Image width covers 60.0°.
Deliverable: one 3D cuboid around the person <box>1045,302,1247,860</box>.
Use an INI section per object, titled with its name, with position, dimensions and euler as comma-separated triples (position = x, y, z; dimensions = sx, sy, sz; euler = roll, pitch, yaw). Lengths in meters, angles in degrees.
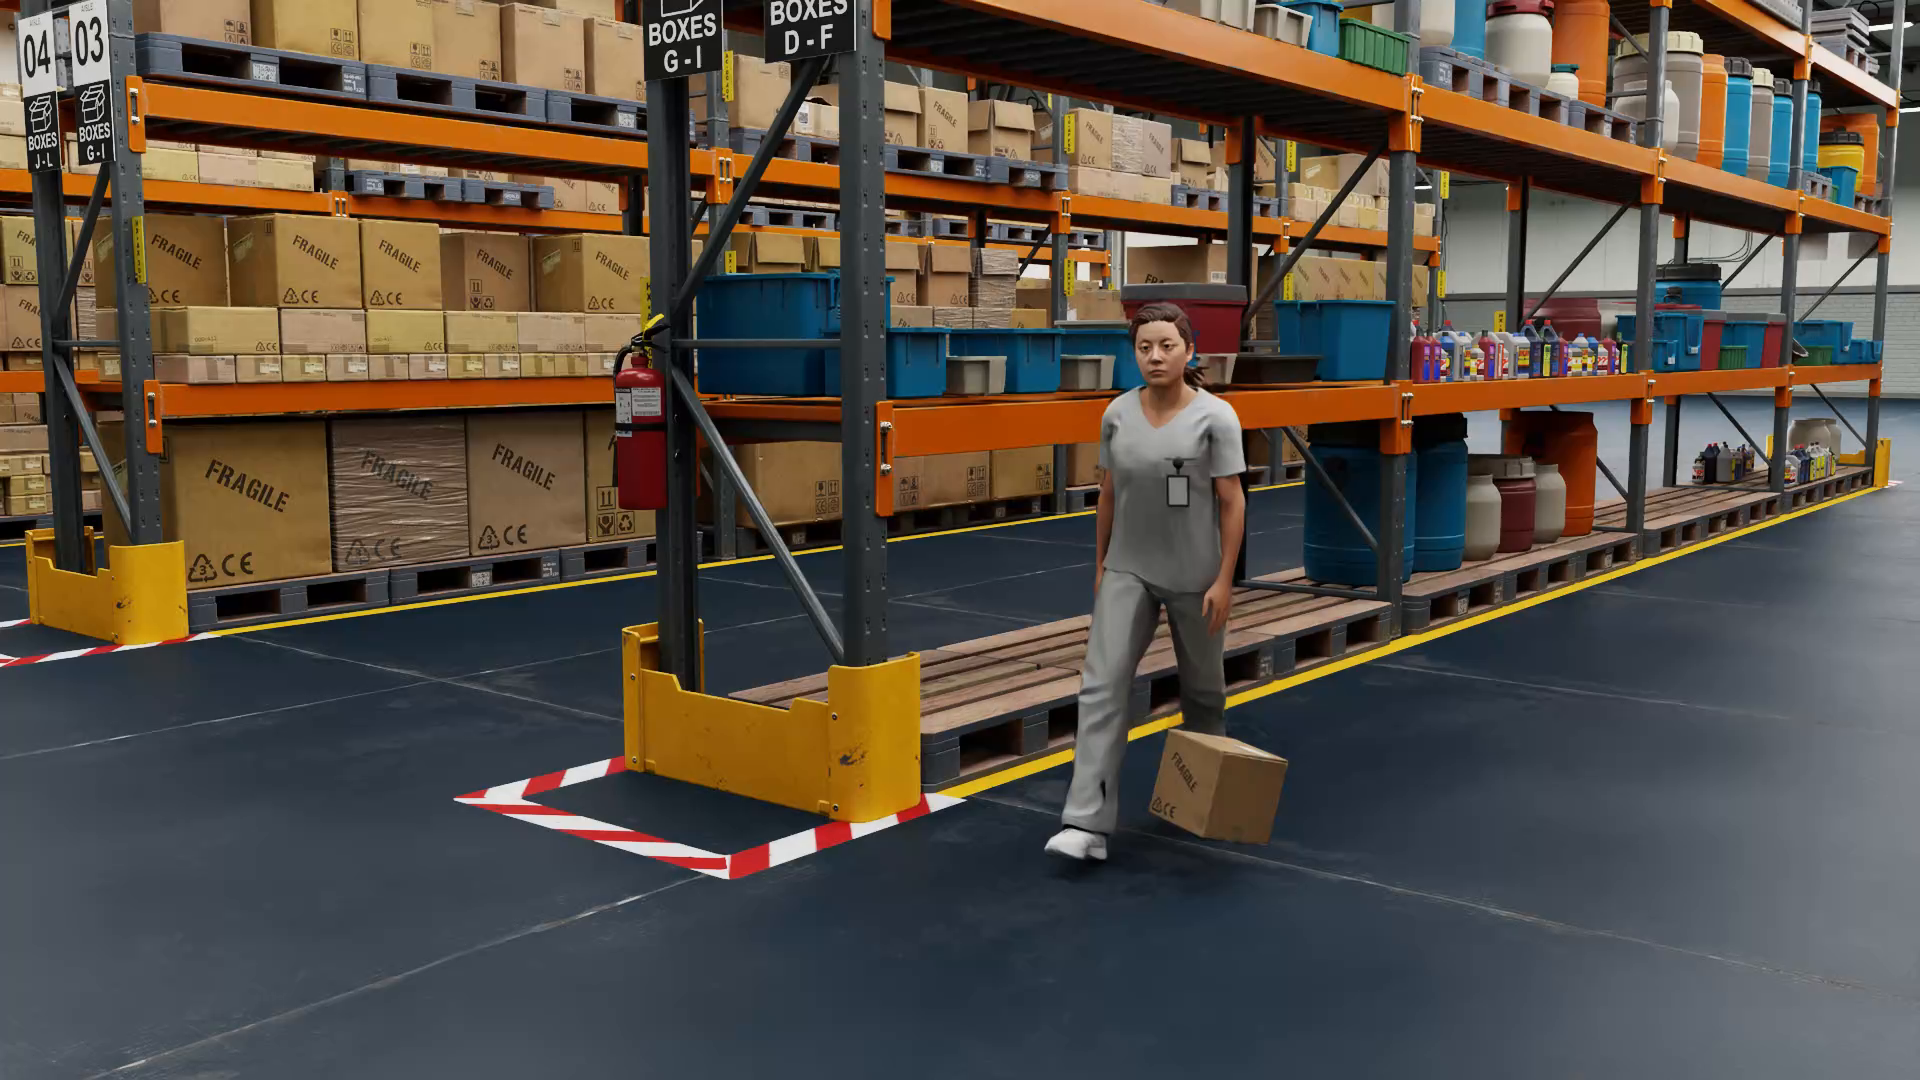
[person]
position = 0.604, 0.113, 4.933
dimensions = 0.483, 1.622, 0.946
euler = 3, 7, 21
